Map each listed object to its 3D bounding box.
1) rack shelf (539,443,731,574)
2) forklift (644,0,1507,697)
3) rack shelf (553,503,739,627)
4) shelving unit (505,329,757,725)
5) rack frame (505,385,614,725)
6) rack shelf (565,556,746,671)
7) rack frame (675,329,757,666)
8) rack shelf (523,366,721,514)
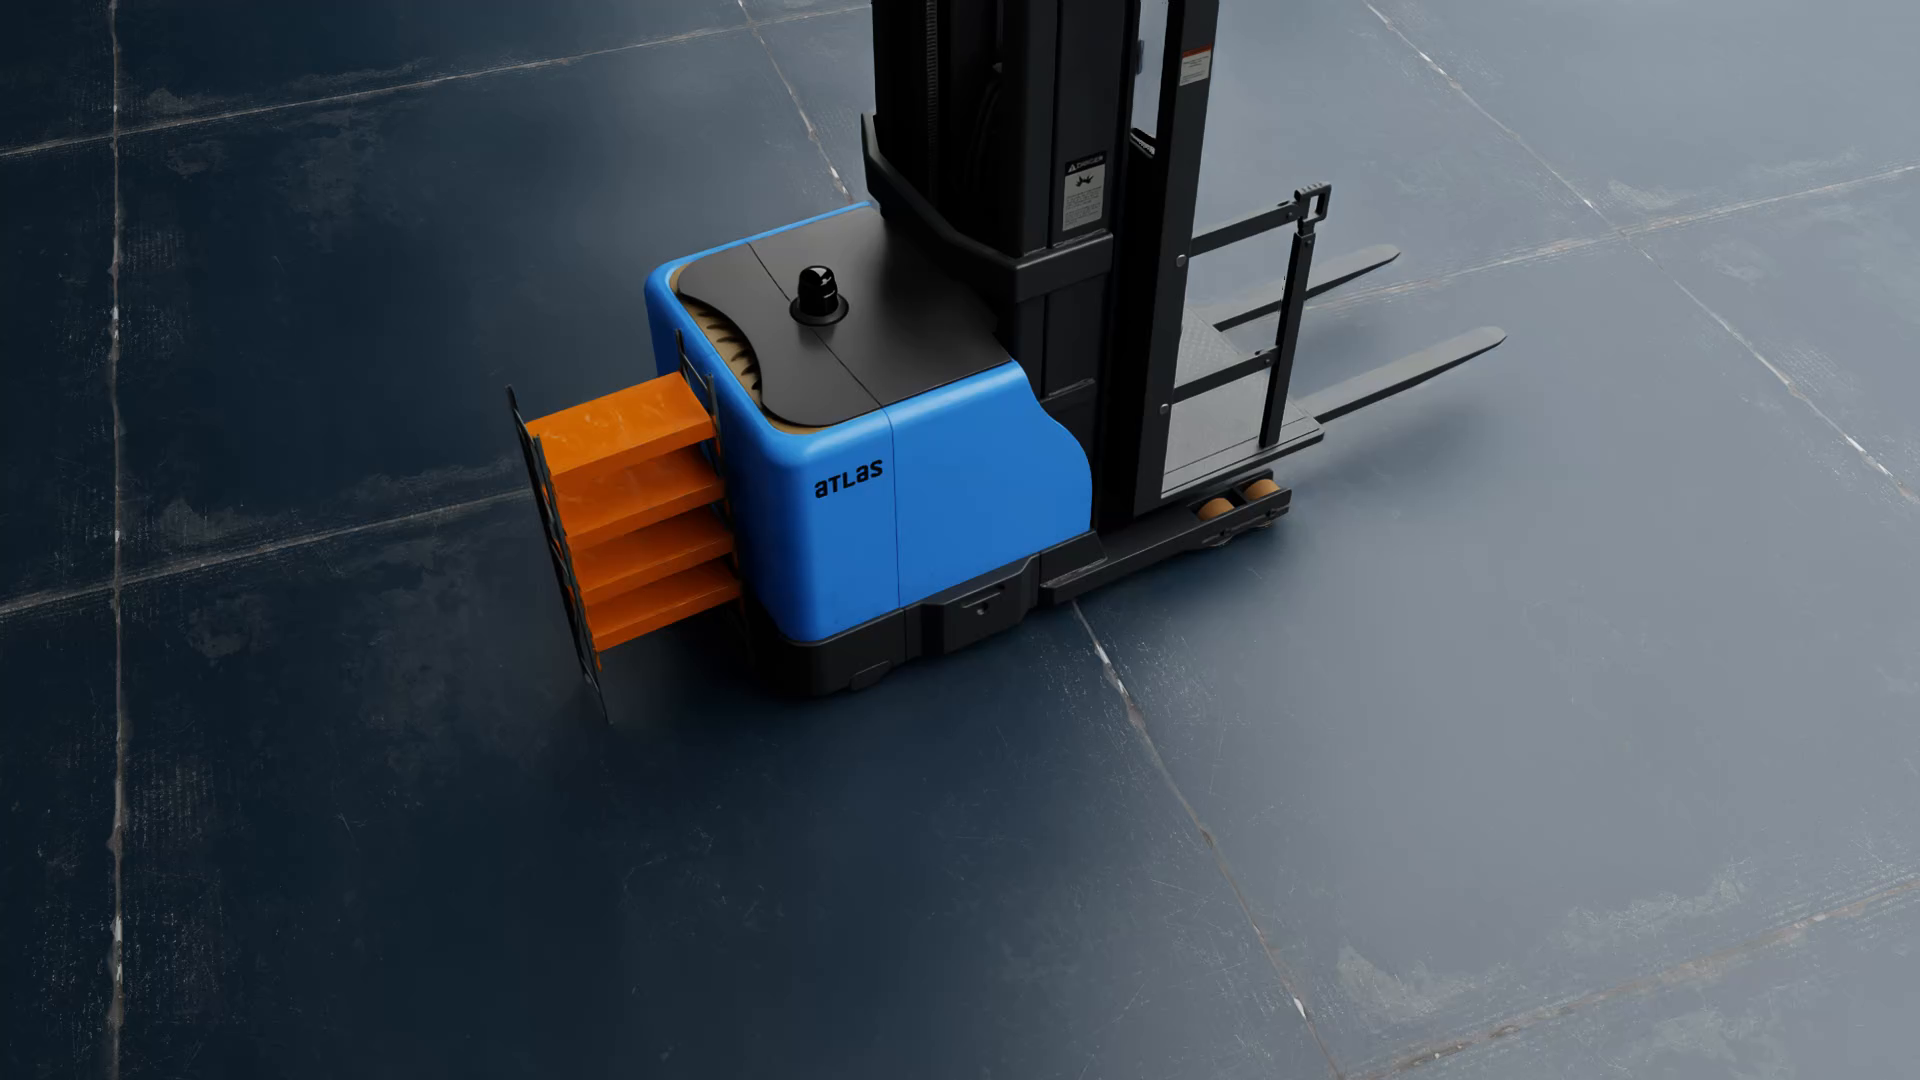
[{"bbox_3d":[-0.939,-0.116,4.793,0.480,0.148,0.258,-22,49,-19],"label":"rack shelf"},{"bbox_3d":[0.559,-1.319,4.995,3.031,2.935,1.130,-22,49,-20],"label":"forklift"},{"bbox_3d":[-0.936,0.041,4.952,0.480,0.148,0.258,-22,49,-19],"label":"rack shelf"},{"bbox_3d":[-0.937,-0.006,4.904,0.503,1.200,0.258,-22,49,-19],"label":"shelving unit"},{"bbox_3d":[-1.150,0.080,4.823,0.015,1.200,0.240,-22,49,-19],"label":"rack frame"},{"bbox_3d":[-0.934,0.180,5.094,0.480,0.148,0.258,-22,49,-19],"label":"rack shelf"},{"bbox_3d":[-0.724,-0.092,4.986,0.015,1.200,0.240,-22,49,-19],"label":"rack frame"},{"bbox_3d":[-0.942,-0.282,4.624,0.480,0.148,0.258,-22,49,-19],"label":"rack shelf"}]
